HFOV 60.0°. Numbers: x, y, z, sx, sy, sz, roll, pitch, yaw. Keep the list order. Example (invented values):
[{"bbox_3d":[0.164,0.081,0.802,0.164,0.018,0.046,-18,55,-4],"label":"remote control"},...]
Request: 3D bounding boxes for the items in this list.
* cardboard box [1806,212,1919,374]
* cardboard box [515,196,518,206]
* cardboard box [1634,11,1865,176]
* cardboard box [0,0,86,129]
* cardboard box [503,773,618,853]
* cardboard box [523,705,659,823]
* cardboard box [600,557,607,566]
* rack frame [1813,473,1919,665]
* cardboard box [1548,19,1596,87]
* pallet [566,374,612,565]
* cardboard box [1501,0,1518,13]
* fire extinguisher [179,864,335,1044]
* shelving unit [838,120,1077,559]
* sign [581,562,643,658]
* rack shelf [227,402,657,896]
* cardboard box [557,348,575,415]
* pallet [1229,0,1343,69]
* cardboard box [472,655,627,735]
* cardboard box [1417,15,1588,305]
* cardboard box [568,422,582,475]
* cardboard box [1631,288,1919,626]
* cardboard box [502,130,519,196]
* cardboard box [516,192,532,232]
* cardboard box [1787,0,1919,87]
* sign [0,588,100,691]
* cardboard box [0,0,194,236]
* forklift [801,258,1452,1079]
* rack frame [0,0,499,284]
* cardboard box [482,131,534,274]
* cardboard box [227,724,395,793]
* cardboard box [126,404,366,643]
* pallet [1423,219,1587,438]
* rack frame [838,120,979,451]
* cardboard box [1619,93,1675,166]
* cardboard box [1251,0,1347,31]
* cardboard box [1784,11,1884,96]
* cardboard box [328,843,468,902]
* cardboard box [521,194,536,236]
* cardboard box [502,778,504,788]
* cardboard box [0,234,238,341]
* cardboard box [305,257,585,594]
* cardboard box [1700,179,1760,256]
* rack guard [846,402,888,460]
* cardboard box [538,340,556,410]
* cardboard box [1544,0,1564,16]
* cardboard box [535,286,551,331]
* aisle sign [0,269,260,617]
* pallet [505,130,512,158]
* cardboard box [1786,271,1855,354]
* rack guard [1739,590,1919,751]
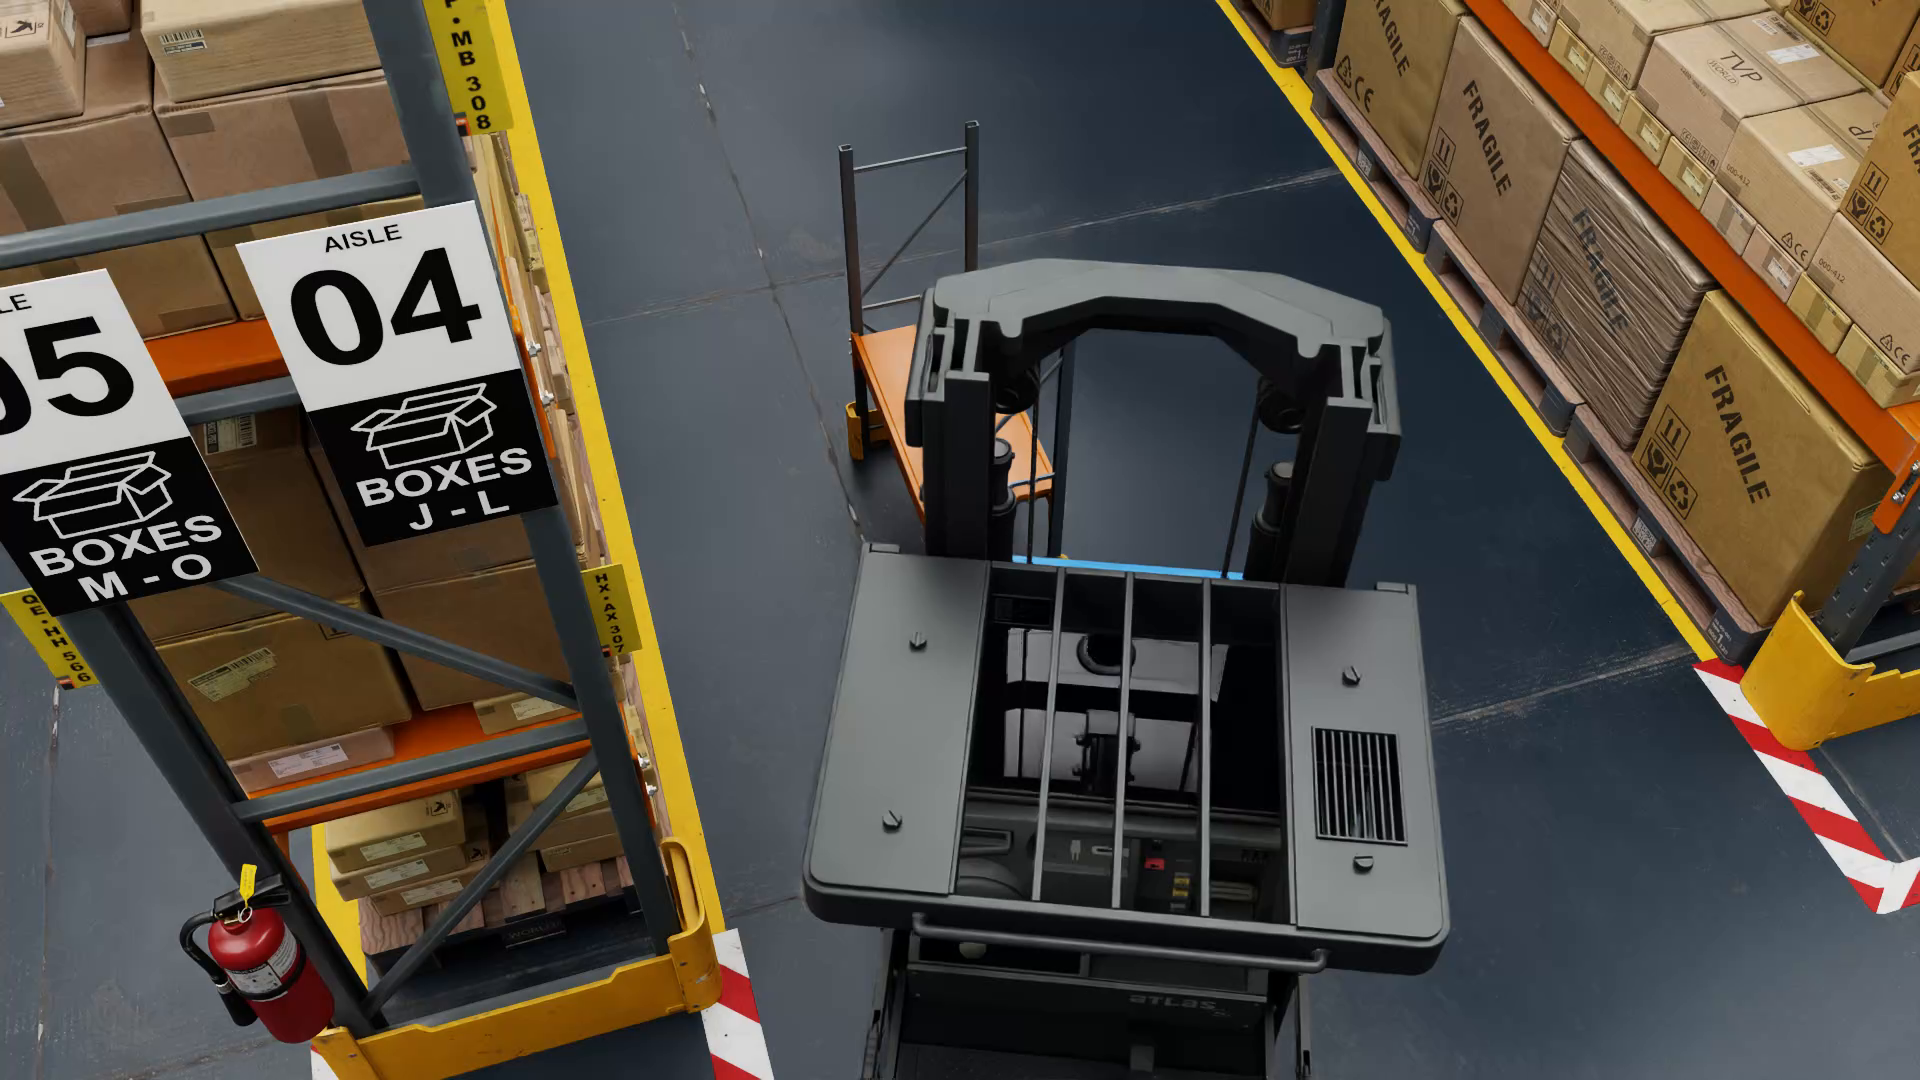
[{"bbox_3d":[3.041,-0.820,5.173,0.500,0.250,0.500,-14,51,-12],"label":"cardboard box"},{"bbox_3d":[-2.045,-1.382,6.944,0.380,0.149,0.250,-13,51,-11],"label":"cardboard box"},{"bbox_3d":[2.741,-1.562,5.798,0.500,0.250,0.500,-15,51,-12],"label":"cardboard box"},{"bbox_3d":[-1.709,-0.815,2.814,0.380,0.149,0.250,-14,51,-11],"label":"cardboard box"},{"bbox_3d":[-1.240,0.816,5.285,0.380,0.149,0.250,-11,51,-9],"label":"cardboard box"},{"bbox_3d":[-1.160,0.701,5.187,0.380,0.149,0.250,-15,52,-13],"label":"cardboard box"},{"bbox_3d":[-1.396,0.233,5.777,0.380,0.149,0.250,-12,51,-10],"label":"cardboard box"},{"bbox_3d":[3.438,-0.478,4.981,1.000,3.000,0.127,-13,51,-11],"label":"rack frame"},{"bbox_3d":[2.487,-1.890,6.335,0.380,0.149,0.250,-15,51,-12],"label":"cardboard box"},{"bbox_3d":[-1.916,-0.078,6.468,1.003,0.211,1.213,-13,51,-11],"label":"pallet"},{"bbox_3d":[2.336,-2.265,6.652,0.380,0.149,0.250,-14,51,-11],"label":"cardboard box"},{"bbox_3d":[-1.696,1.003,4.027,0.296,0.674,0.183,-13,51,-11],"label":"fire extinguisher"},{"bbox_3d":[-0.023,-0.539,6.013,0.587,1.500,1.083,-13,51,-11],"label":"shelving unit"},{"bbox_3d":[-0.812,0.167,3.870,0.100,0.325,0.005,-13,51,-11],"label":"sign"},{"bbox_3d":[-1.921,-0.660,5.604,1.077,0.370,4.000,-13,51,-11],"label":"rack shelf"},{"bbox_3d":[-1.765,-0.603,6.676,0.380,0.149,0.250,-13,51,-11],"label":"cardboard box"},{"bbox_3d":[1.955,-3.048,8.971,1.003,0.211,1.213,-13,51,-11],"label":"pallet"},{"bbox_3d":[-1.113,0.339,4.456,0.380,0.149,0.250,-14,51,-11],"label":"cardboard box"},{"bbox_3d":[2.640,-1.693,7.120,0.875,0.875,0.875,-13,51,-11],"label":"cardboard box"},{"bbox_3d":[-1.568,-0.255,5.994,0.380,0.149,0.250,-13,51,-10],"label":"cardboard box"},{"bbox_3d":[3.172,-0.378,6.012,0.875,0.875,0.875,-13,51,-11],"label":"cardboard box"},{"bbox_3d":[-1.802,-1.448,5.538,0.500,0.500,0.500,-14,51,-11],"label":"cardboard box"},{"bbox_3d":[-2.024,-1.312,7.079,0.380,0.149,0.250,-16,52,-13],"label":"cardboard box"},{"bbox_3d":[3.247,-1.922,5.611,0.500,0.500,0.500,-15,51,-12],"label":"cardboard box"},{"bbox_3d":[-1.866,0.205,3.441,0.100,0.325,0.005,-13,51,-11],"label":"sign"},{"bbox_3d":[-1.709,-0.789,3.052,0.500,0.250,0.500,-15,51,-12],"label":"cardboard box"},{"bbox_3d":[0.313,0.939,3.831,1.130,2.935,3.031,4,50,4],"label":"forklift"},{"bbox_3d":[-1.330,-1.364,1.804,1.000,3.000,0.127,-13,51,-11],"label":"rack frame"},{"bbox_3d":[-1.497,-1.021,4.525,0.500,0.500,0.500,-14,51,-12],"label":"cardboard box"},{"bbox_3d":[-1.696,0.476,4.341,0.380,0.149,0.250,-13,51,-11],"label":"cardboard box"},{"bbox_3d":[-1.703,-0.159,3.798,0.500,0.500,0.500,-14,51,-12],"label":"cardboard box"},{"bbox_3d":[2.770,-1.035,7.275,1.003,0.211,1.213,-13,51,-11],"label":"pallet"},{"bbox_3d":[-0.176,-0.917,6.332,0.500,1.500,0.032,-13,51,-11],"label":"rack frame"},{"bbox_3d":[2.638,-1.518,6.022,0.380,0.149,0.250,-13,51,-11],"label":"cardboard box"},{"bbox_3d":[2.047,-3.313,8.486,1.225,0.875,0.875,-13,51,-11],"label":"cardboard box"},{"bbox_3d":[3.249,-1.684,5.901,0.500,0.250,0.500,-15,51,-12],"label":"cardboard box"},{"bbox_3d":[-1.759,0.936,5.184,0.380,0.149,0.250,-15,51,-12],"label":"cardboard box"},{"bbox_3d":[-2.071,-1.359,7.314,0.380,0.149,0.250,-13,51,-11],"label":"cardboard box"},{"bbox_3d":[-1.335,0.725,5.557,0.380,0.149,0.250,-13,51,-11],"label":"cardboard box"},{"bbox_3d":[-1.717,-0.622,3.238,0.500,0.250,0.500,-14,51,-12],"label":"cardboard box"},{"bbox_3d":[-1.209,-0.269,3.891,0.500,0.500,0.500,-14,51,-11],"label":"cardboard box"},{"bbox_3d":[2.793,-1.140,5.703,0.380,0.149,0.250,-13,51,-10],"label":"cardboard box"},{"bbox_3d":[-0.170,-0.500,6.798,0.587,0.250,0.087,-13,51,-11],"label":"rack guard"},{"bbox_3d":[-1.381,-0.334,4.600,0.500,0.500,0.500,-13,51,-11],"label":"cardboard box"},{"bbox_3d":[2.445,-2.304,6.423,0.500,0.250,0.500,-12,51,-10],"label":"cardboard box"},{"bbox_3d":[-1.794,-0.818,6.468,0.380,0.149,0.250,-16,52,-13],"label":"cardboard box"},{"bbox_3d":[-1.595,-0.148,3.002,0.394,0.787,0.004,-13,51,-11],"label":"aisle sign"},{"bbox_3d":[-2.744,-2.022,8.106,1.003,0.211,1.213,-13,51,-11],"label":"pallet"},{"bbox_3d":[2.940,-0.773,5.393,0.380,0.149,0.250,-13,51,-11],"label":"cardboard box"},{"bbox_3d":[3.445,0.345,5.922,1.175,0.500,0.348,-13,51,-11],"label":"rack guard"}]
